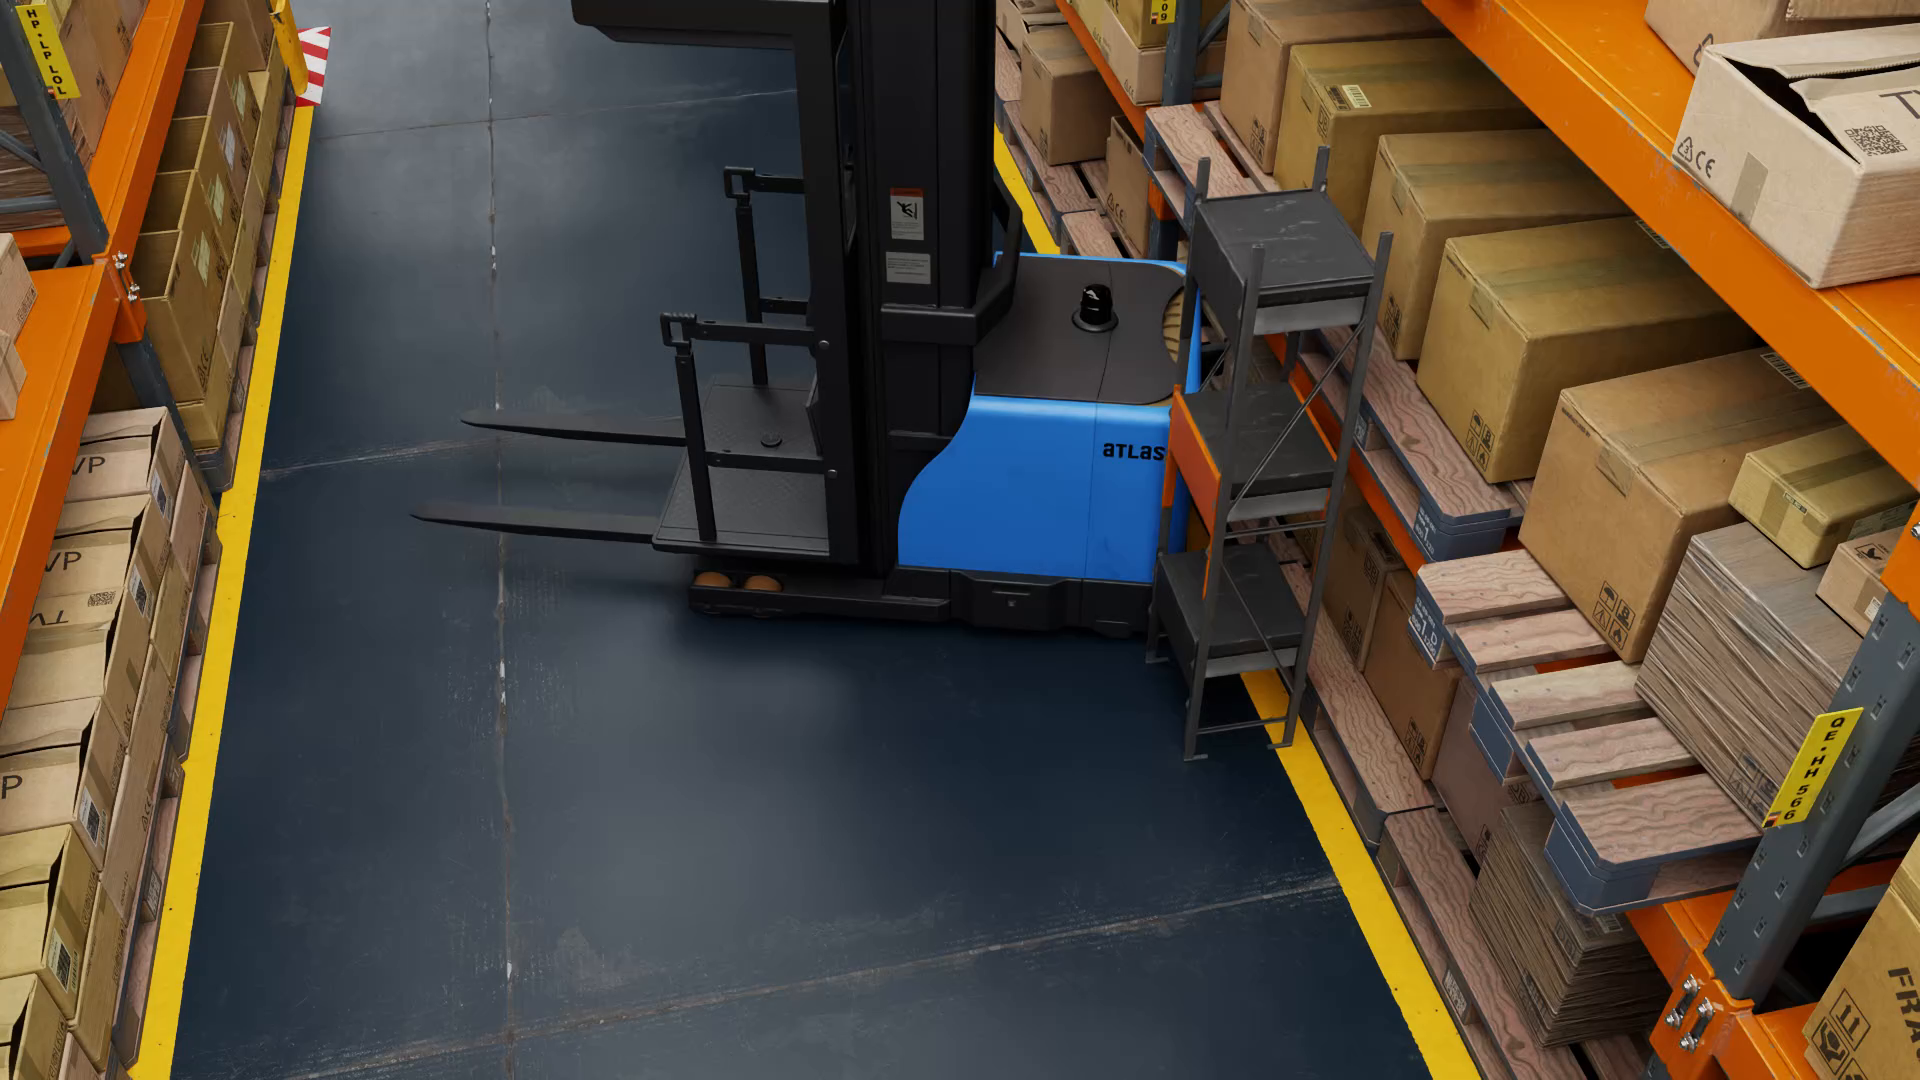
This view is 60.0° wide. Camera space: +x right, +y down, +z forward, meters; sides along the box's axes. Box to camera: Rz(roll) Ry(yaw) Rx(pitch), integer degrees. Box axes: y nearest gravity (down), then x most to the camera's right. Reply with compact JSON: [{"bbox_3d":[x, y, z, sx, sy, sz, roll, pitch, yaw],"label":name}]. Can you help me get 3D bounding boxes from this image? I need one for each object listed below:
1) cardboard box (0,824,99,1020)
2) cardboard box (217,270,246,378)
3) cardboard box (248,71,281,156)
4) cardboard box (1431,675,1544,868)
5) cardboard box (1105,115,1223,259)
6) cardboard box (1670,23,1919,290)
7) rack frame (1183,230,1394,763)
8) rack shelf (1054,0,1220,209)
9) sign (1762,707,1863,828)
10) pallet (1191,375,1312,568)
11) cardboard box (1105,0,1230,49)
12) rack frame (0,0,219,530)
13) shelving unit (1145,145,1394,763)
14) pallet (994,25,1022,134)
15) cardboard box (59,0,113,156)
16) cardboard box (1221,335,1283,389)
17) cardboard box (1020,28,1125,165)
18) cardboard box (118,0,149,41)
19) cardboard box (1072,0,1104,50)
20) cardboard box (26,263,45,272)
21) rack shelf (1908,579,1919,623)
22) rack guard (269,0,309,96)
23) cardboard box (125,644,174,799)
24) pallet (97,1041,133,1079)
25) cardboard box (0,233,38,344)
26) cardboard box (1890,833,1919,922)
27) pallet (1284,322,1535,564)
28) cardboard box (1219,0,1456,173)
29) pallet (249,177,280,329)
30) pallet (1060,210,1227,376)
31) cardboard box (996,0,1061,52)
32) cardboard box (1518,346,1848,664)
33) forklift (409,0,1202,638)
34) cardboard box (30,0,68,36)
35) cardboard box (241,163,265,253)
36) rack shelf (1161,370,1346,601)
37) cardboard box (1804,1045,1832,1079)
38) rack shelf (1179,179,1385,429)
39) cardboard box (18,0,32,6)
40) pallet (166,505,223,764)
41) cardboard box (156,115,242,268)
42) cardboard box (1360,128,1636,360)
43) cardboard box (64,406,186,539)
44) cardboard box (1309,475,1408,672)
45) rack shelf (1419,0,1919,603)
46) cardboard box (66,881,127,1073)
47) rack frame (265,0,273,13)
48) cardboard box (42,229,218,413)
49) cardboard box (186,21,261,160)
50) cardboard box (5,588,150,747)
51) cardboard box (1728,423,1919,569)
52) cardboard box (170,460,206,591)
[{"bbox_3d":[-2.732,1.081,4.605,0.500,0.311,0.500,-9,42,-10],"label":"cardboard box"},{"bbox_3d":[-3.447,-0.919,7.281,0.500,0.250,0.500,-8,42,-9],"label":"cardboard box"},{"bbox_3d":[-3.879,-2.216,8.741,0.500,0.250,0.500,-8,42,-9],"label":"cardboard box"},{"bbox_3d":[1.956,0.719,5.232,0.700,0.500,0.500,-8,42,-9],"label":"cardboard box"},{"bbox_3d":[1.033,-1.731,7.992,0.500,0.500,0.500,-11,43,-12],"label":"cardboard box"},{"bbox_3d":[1.740,-0.765,3.145,0.500,0.311,0.500,-8,42,-9],"label":"cardboard box"},{"bbox_3d":[0.985,-0.030,5.202,0.400,2.100,0.015,-7,42,-8],"label":"rack frame"},{"bbox_3d":[0.864,-2.861,8.256,1.077,0.370,4.000,-8,42,-9],"label":"rack shelf"},{"bbox_3d":[1.632,0.439,3.183,0.100,0.325,0.005,-8,42,-9],"label":"sign"},{"bbox_3d":[1.466,-0.287,6.914,1.003,0.211,1.213,-8,42,-9],"label":"pallet"},{"bbox_3d":[0.892,-2.328,6.646,0.500,0.500,0.500,-8,42,-9],"label":"cardboard box"},{"bbox_3d":[-3.540,-1.122,5.754,1.000,3.000,0.127,-8,42,-9],"label":"rack frame"},{"bbox_3d":[0.938,-0.189,5.381,0.431,2.100,0.503,-7,42,-8],"label":"shelving unit"},{"bbox_3d":[0.590,-2.803,9.749,1.003,0.211,1.213,-8,42,-9],"label":"pallet"},{"bbox_3d":[-3.762,-1.787,6.428,0.700,0.500,0.500,-9,42,-10],"label":"cardboard box"},{"bbox_3d":[1.471,-0.589,6.705,0.700,0.500,0.500,-7,42,-8],"label":"cardboard box"},{"bbox_3d":[0.727,-2.343,8.681,0.700,0.500,0.500,-11,43,-12],"label":"cardboard box"},{"bbox_3d":[-3.978,-2.444,7.169,0.700,0.500,0.500,-7,42,-8],"label":"cardboard box"},{"bbox_3d":[0.798,-2.373,7.262,0.500,0.250,0.500,-8,42,-9],"label":"cardboard box"},{"bbox_3d":[-3.950,-1.126,6.949,0.500,0.500,0.500,-8,42,-9],"label":"cardboard box"},{"bbox_3d":[2.591,1.203,1.418,1.077,0.370,4.000,-8,42,-9],"label":"rack shelf"},{"bbox_3d":[-4.409,-2.795,9.522,1.175,0.500,0.348,-8,42,-9],"label":"rack guard"},{"bbox_3d":[-2.949,0.637,5.528,0.500,0.250,0.500,-7,42,-8],"label":"cardboard box"},{"bbox_3d":[-2.816,1.975,4.366,1.003,0.211,1.213,-8,42,-9],"label":"pallet"},{"bbox_3d":[-3.391,-0.753,5.451,0.500,0.250,0.500,-6,42,-7],"label":"cardboard box"},{"bbox_3d":[2.012,0.672,2.854,0.500,0.250,0.500,-7,42,-8],"label":"cardboard box"},{"bbox_3d":[1.692,-0.447,5.138,1.003,0.211,1.213,-8,42,-9],"label":"pallet"},{"bbox_3d":[1.373,-1.701,6.000,0.700,0.500,0.500,-8,42,-9],"label":"cardboard box"},{"bbox_3d":[-3.938,-1.393,8.160,1.003,0.211,1.213,-8,42,-9],"label":"pallet"},{"bbox_3d":[1.117,-1.221,7.967,1.003,0.211,1.213,-8,42,-9],"label":"pallet"},{"bbox_3d":[0.494,-3.124,9.704,0.500,0.311,0.500,-13,43,-14],"label":"cardboard box"},{"bbox_3d":[1.901,-0.105,4.202,0.700,0.500,0.500,-12,43,-13],"label":"cardboard box"},{"bbox_3d":[-0.623,-1.141,5.828,3.031,2.935,1.130,4,42,5],"label":"forklift"},{"bbox_3d":[-3.521,-1.933,6.105,0.380,0.149,0.250,-9,42,-10],"label":"cardboard box"},{"bbox_3d":[-3.664,-1.567,8.011,0.500,0.250,0.500,-8,42,-9],"label":"cardboard box"},{"bbox_3d":[0.938,-0.179,5.390,0.431,0.518,0.480,-7,42,-8],"label":"rack shelf"},{"bbox_3d":[2.004,1.092,3.434,0.380,0.149,0.250,-9,42,-10],"label":"cardboard box"},{"bbox_3d":[0.938,-0.702,4.925,0.431,0.518,0.480,-7,42,-8],"label":"rack shelf"},{"bbox_3d":[-3.642,-1.931,5.613,0.700,0.500,0.500,-8,42,-9],"label":"cardboard box"},{"bbox_3d":[-3.343,0.393,6.148,1.003,0.211,1.213,-8,42,-9],"label":"pallet"},{"bbox_3d":[-3.550,-1.524,7.398,0.500,0.500,0.500,-8,42,-9],"label":"cardboard box"},{"bbox_3d":[1.659,-0.915,5.115,0.700,0.500,0.500,-3,42,-3],"label":"cardboard box"},{"bbox_3d":[-3.173,-0.239,6.092,0.500,0.311,0.500,-8,42,-9],"label":"cardboard box"},{"bbox_3d":[1.702,0.075,5.957,0.700,0.500,0.500,-8,42,-9],"label":"cardboard box"},{"bbox_3d":[1.728,-1.390,4.339,1.077,0.370,4.000,-8,42,-9],"label":"rack shelf"},{"bbox_3d":[-2.730,1.299,4.782,0.500,0.250,0.500,-9,42,-10],"label":"cardboard box"},{"bbox_3d":[-4.403,-3.714,8.675,1.000,3.000,0.127,-8,42,-9],"label":"rack frame"},{"bbox_3d":[-3.334,-0.876,6.668,0.500,0.500,0.500,-8,42,-9],"label":"cardboard box"},{"bbox_3d":[-3.767,-2.173,8.128,0.500,0.500,0.500,-8,42,-9],"label":"cardboard box"},{"bbox_3d":[-2.949,0.421,5.348,0.500,0.311,0.500,-8,42,-9],"label":"cardboard box"},{"bbox_3d":[1.972,-0.111,3.721,0.380,0.149,0.250,-15,44,-16],"label":"cardboard box"},{"bbox_3d":[-3.167,-0.023,6.271,0.500,0.250,0.500,-9,42,-10],"label":"cardboard box"}]
